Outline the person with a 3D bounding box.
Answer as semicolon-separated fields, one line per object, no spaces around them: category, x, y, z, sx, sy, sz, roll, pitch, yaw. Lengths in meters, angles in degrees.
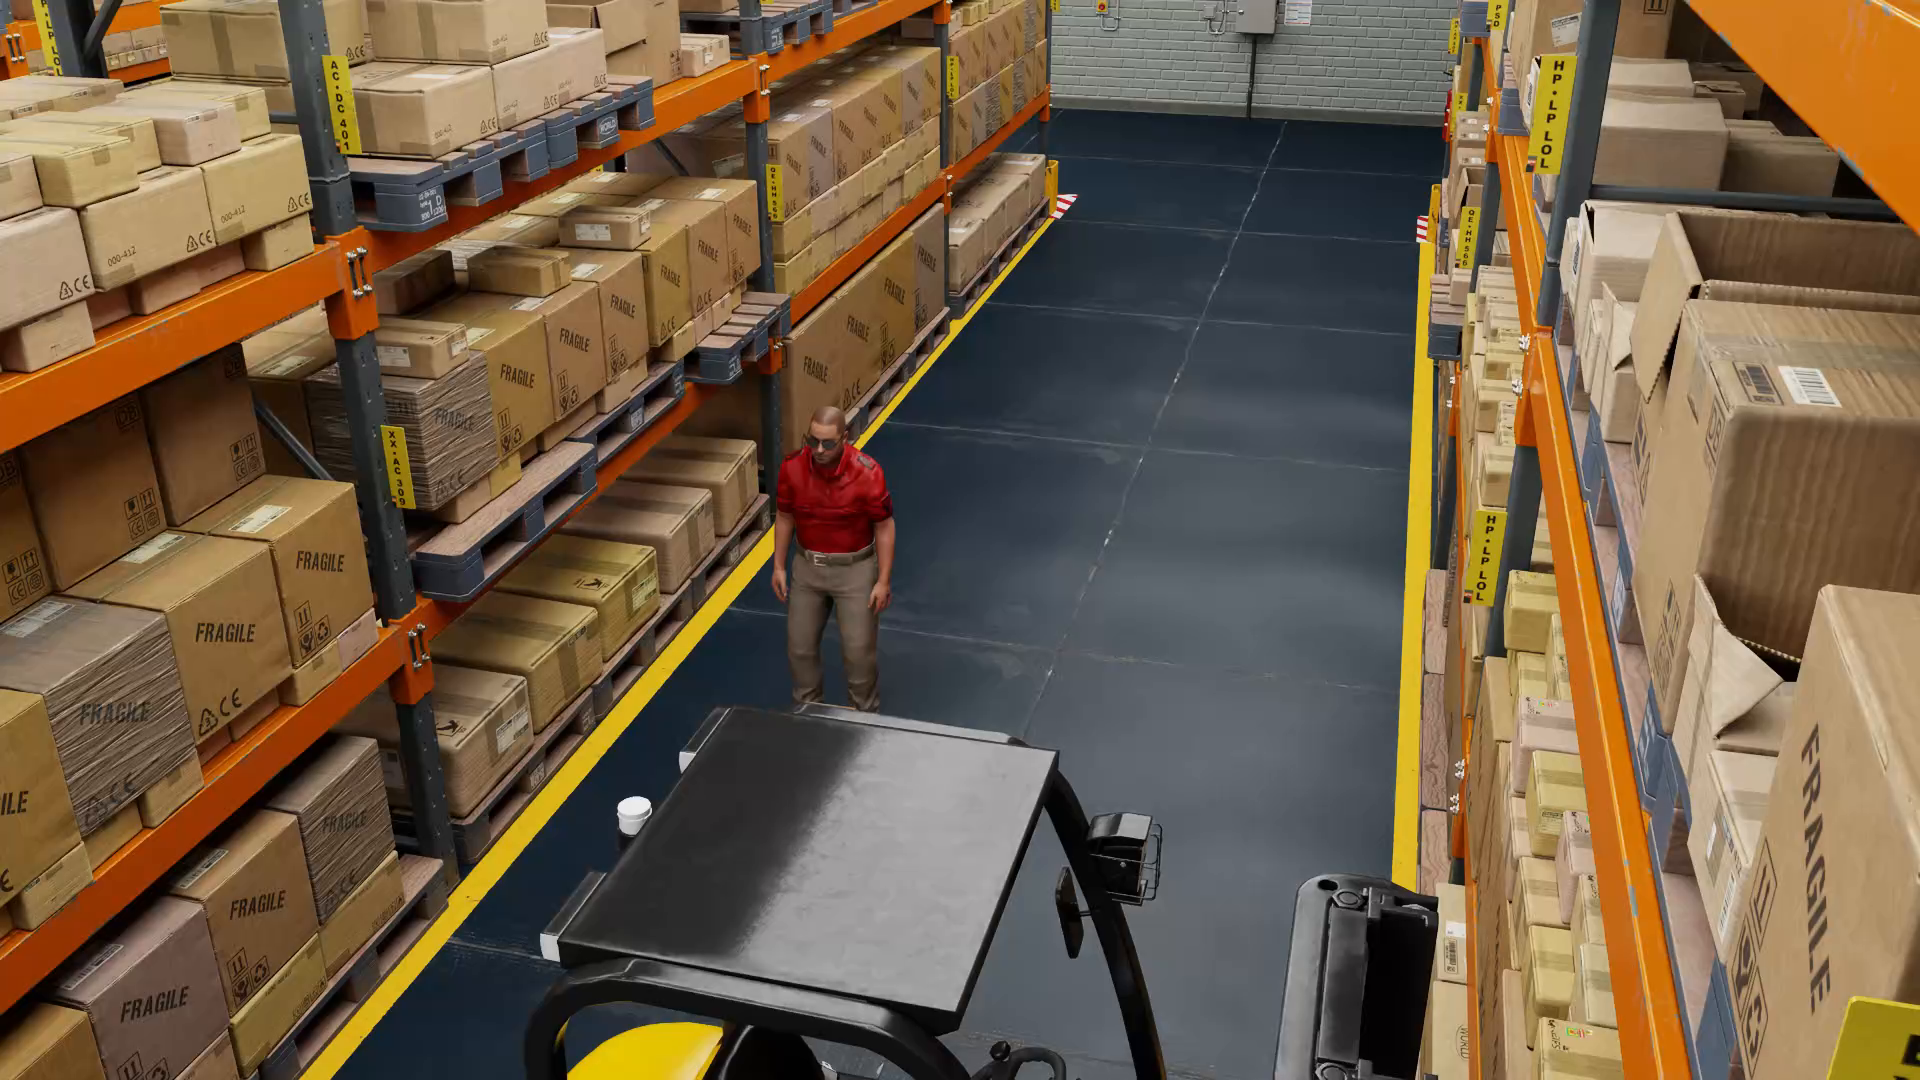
person;-0.592;0.172;7.757;0.586;1.727;0.393;6;26;13
